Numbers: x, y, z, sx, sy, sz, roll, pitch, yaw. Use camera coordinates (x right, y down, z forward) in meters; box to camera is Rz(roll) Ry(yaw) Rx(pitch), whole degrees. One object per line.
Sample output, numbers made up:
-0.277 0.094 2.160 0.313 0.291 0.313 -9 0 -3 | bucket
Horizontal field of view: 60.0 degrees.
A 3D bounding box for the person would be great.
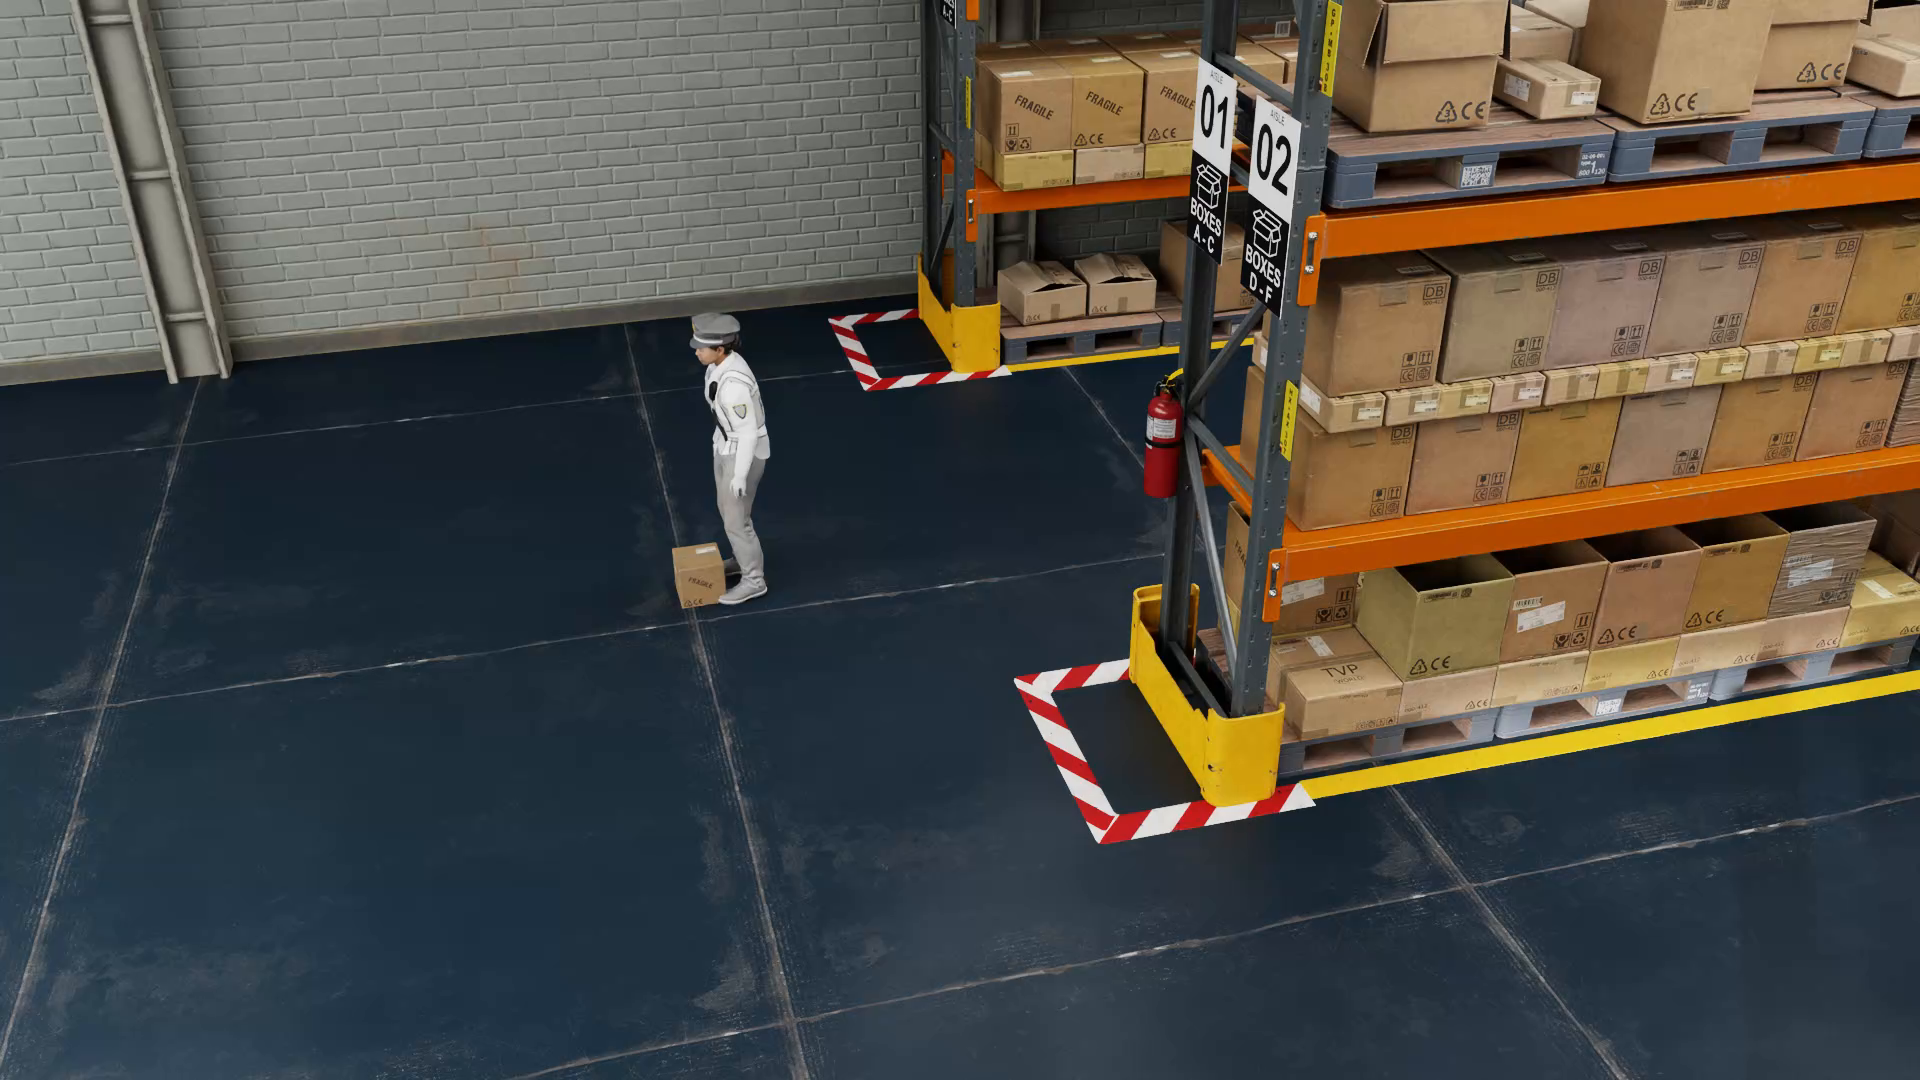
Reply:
-1.222 -0.445 8.988 0.374 1.662 0.540 -10 32 -16 | person
